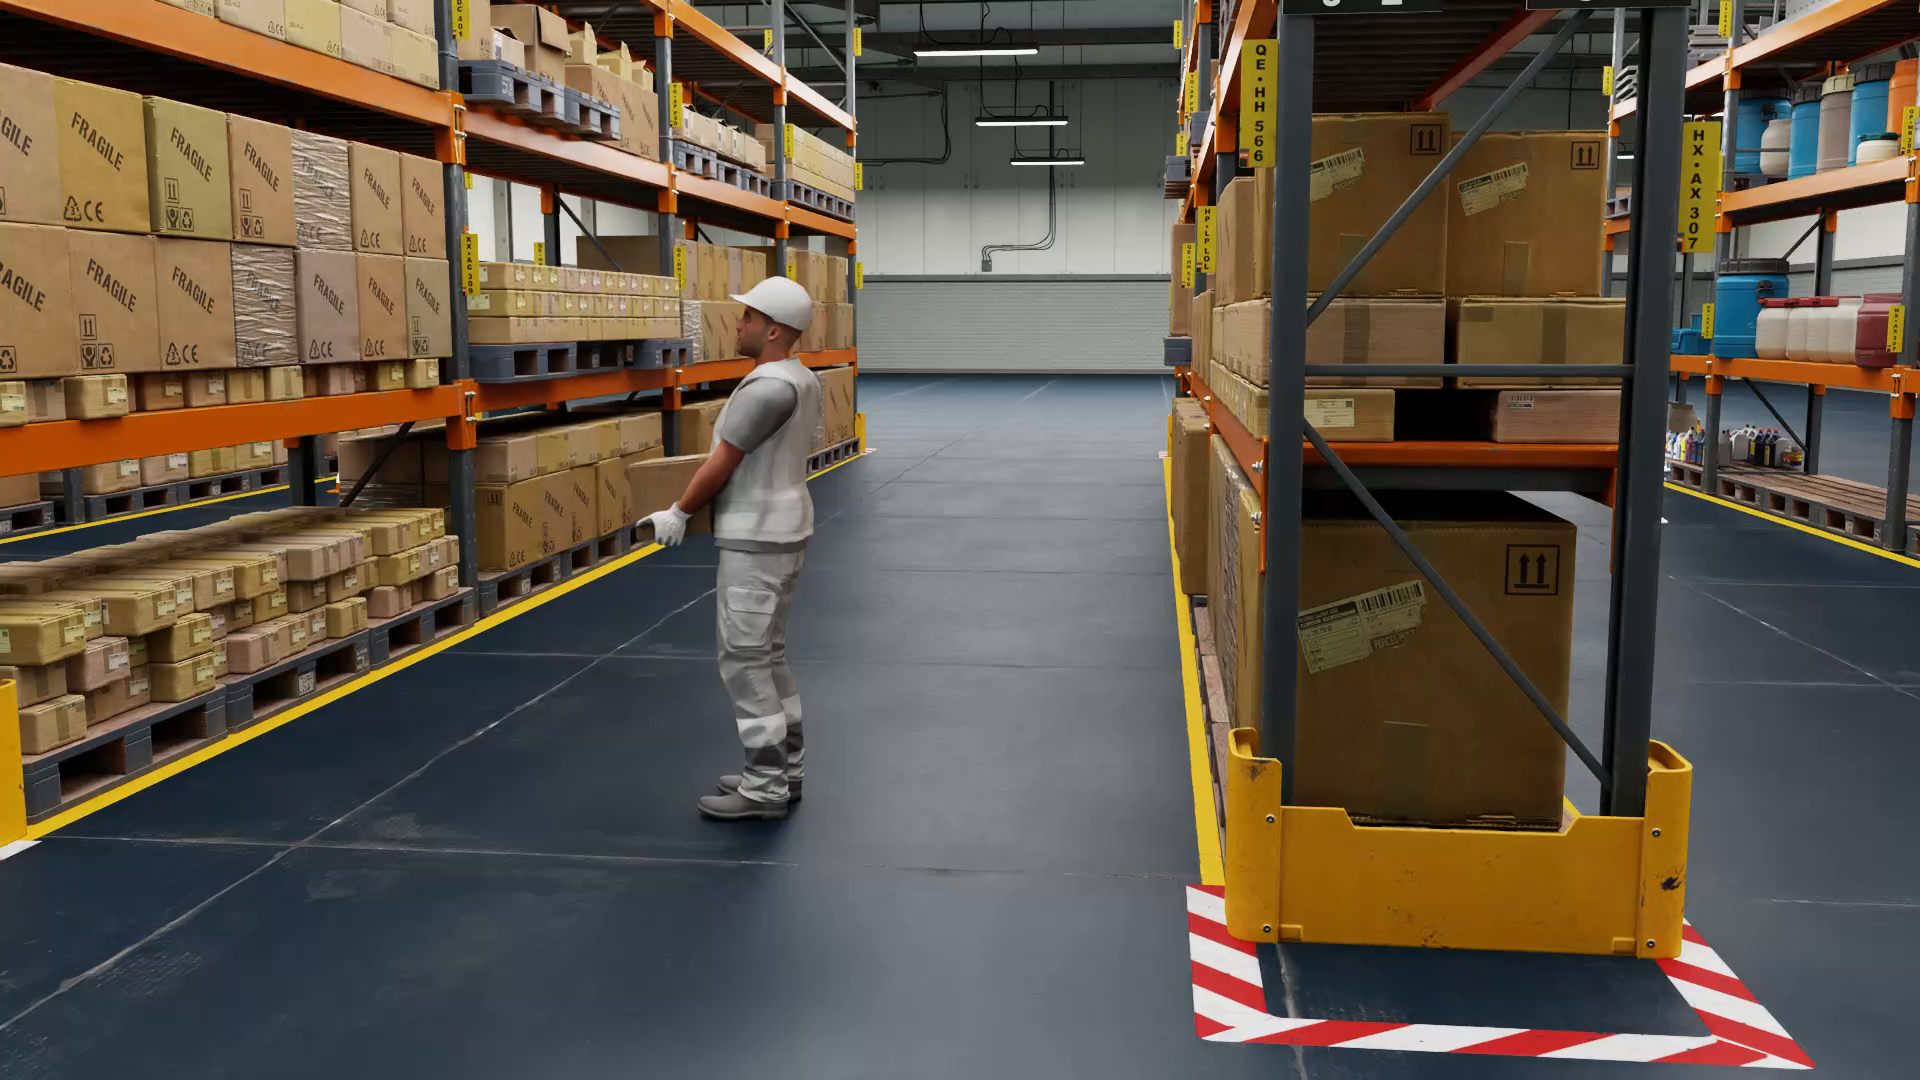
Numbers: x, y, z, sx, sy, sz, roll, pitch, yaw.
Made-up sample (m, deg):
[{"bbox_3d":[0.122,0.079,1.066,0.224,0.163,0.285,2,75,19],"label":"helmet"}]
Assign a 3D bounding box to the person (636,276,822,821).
[{"bbox_3d":[-0.761,0.025,5.531,0.573,1.782,0.494,1,8,6],"label":"person"}]
